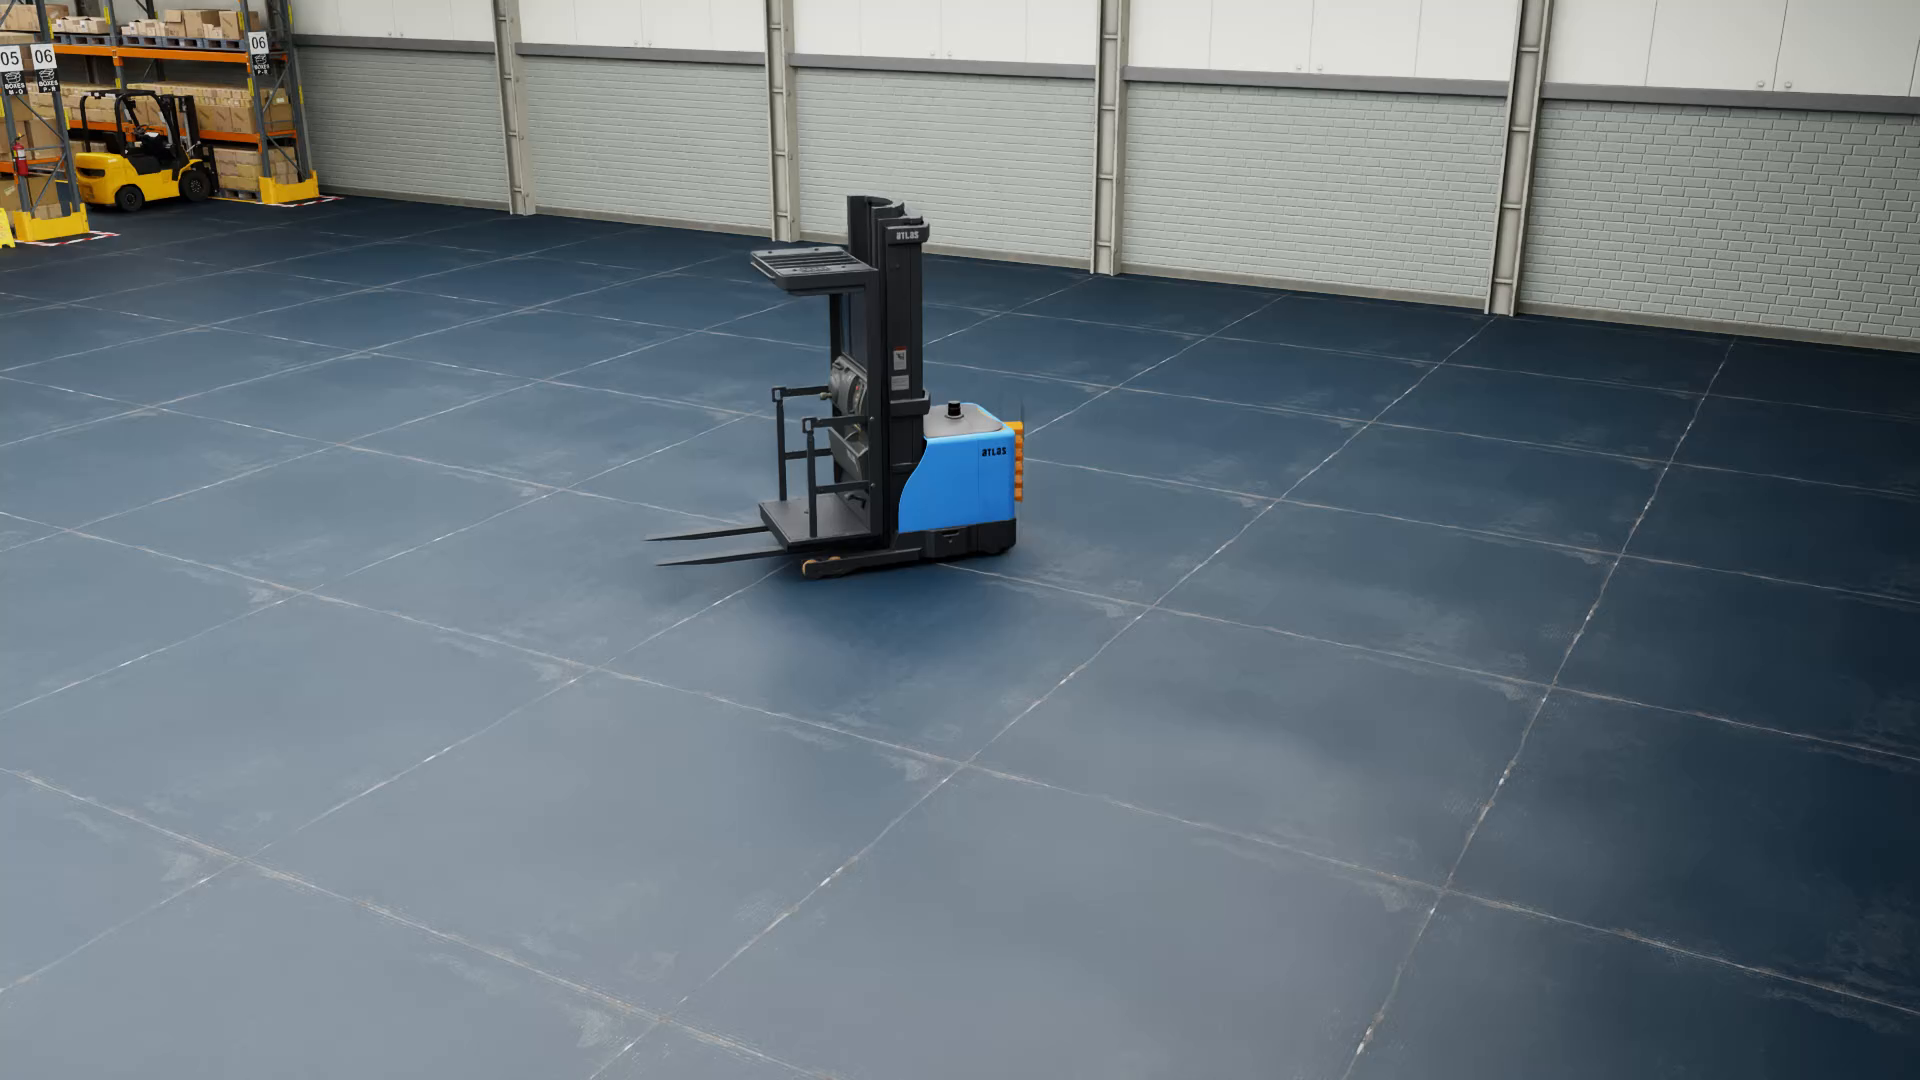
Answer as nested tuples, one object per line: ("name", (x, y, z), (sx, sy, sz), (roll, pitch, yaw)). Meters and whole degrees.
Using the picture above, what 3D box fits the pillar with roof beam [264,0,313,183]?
("pillar with roof beam", (-15.553, -10.089, 28.981), (0.400, 9.000, 9.100), (11, 23, 27))

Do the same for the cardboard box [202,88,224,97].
("cardboard box", (-14.635, -8.796, 32.680), (0.250, 0.149, 0.380), (11, 23, 29))

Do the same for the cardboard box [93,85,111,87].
("cardboard box", (-18.067, -9.533, 35.149), (0.250, 0.149, 0.380), (11, 22, 27))

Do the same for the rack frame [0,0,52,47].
("rack frame", (-15.703, -9.508, 27.379), (0.127, 3.000, 1.000), (11, 23, 27))

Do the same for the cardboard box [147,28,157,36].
("cardboard box", (-15.863, -10.075, 32.947), (0.250, 0.149, 0.380), (12, 23, 29))

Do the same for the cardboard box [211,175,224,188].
("cardboard box", (-14.711, -7.226, 33.304), (0.500, 0.250, 0.500), (11, 23, 28))

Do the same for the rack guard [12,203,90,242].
("rack guard", (-15.769, -5.525, 28.864), (0.348, 0.500, 1.175), (11, 23, 27))

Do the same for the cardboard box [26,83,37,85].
("cardboard box", (-19.901, -9.664, 35.509), (0.250, 0.149, 0.380), (11, 23, 28))

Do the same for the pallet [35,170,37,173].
("pallet", (-20.903, -8.321, 36.994), (1.213, 0.211, 1.003), (11, 23, 27))

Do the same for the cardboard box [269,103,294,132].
("cardboard box", (-13.582, -8.378, 32.916), (0.500, 0.500, 0.500), (12, 23, 29))

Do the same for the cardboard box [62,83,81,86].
("cardboard box", (-18.969, -9.696, 35.599), (0.250, 0.149, 0.380), (11, 22, 27))

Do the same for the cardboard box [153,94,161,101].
("cardboard box", (-15.980, -8.911, 33.434), (0.250, 0.149, 0.380), (11, 23, 28))

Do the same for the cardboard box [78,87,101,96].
("cardboard box", (-18.098, -9.334, 34.601), (0.250, 0.149, 0.380), (10, 22, 26))

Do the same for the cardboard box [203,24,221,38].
("cardboard box", (-14.378, -9.847, 32.148), (0.258, 0.266, 0.396), (11, 23, 27))

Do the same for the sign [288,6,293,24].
("sign", (-13.009, -10.188, 32.257), (0.005, 0.325, 0.100), (11, 23, 27))

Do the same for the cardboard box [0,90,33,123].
("cardboard box", (-16.255, -7.364, 28.219), (0.500, 0.500, 0.700), (10, 22, 26))

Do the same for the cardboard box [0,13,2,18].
("cardboard box", (-20.663, -11.358, 36.077), (0.250, 0.149, 0.380), (11, 23, 28))

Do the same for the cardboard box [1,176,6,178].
("cardboard box", (-16.986, -6.086, 29.062), (0.500, 0.500, 0.500), (12, 23, 29))

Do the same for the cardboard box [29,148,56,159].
("cardboard box", (-15.898, -6.688, 28.771), (0.250, 0.149, 0.380), (11, 23, 28))

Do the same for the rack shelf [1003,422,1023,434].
("rack shelf", (0.444, -0.940, 14.270), (0.180, 0.103, 0.258), (-1, 20, -2))

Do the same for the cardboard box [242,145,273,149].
("cardboard box", (-14.050, -7.759, 33.306), (0.500, 0.250, 0.500), (11, 23, 27))

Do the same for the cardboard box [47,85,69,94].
("cardboard box", (-19.003, -9.496, 35.047), (0.250, 0.149, 0.380), (11, 23, 28))

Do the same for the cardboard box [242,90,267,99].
("cardboard box", (-13.701, -8.654, 32.291), (0.250, 0.149, 0.380), (11, 23, 27))

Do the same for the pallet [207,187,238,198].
("pallet", (-15.034, -7.173, 33.830), (1.213, 0.211, 1.003), (11, 23, 27))

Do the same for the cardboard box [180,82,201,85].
("cardboard box", (-15.666, -9.243, 33.912), (0.250, 0.149, 0.380), (10, 22, 26))

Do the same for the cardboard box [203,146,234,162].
("cardboard box", (-14.733, -7.689, 33.112), (0.500, 0.250, 0.500), (11, 23, 28))

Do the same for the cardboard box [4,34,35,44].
("cardboard box", (-15.913, -8.474, 28.128), (0.250, 0.149, 0.380), (11, 22, 27))

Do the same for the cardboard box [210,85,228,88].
("cardboard box", (-14.811, -9.043, 33.361), (0.250, 0.149, 0.380), (11, 23, 28))

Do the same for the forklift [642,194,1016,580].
("forklift", (-1.099, -1.256, 13.529), (3.031, 2.935, 1.130), (-7, 21, -19))

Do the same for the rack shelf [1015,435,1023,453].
("rack shelf", (0.444, -0.827, 14.311), (0.180, 0.103, 0.258), (-1, 20, -2))

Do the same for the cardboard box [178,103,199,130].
("cardboard box", (-15.183, -8.471, 33.172), (0.500, 0.500, 0.500), (11, 23, 28))

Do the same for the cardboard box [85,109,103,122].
("cardboard box", (-17.786, -8.848, 34.579), (0.500, 0.250, 0.500), (11, 22, 27))

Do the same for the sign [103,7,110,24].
("sign", (-17.033, -10.469, 33.209), (0.005, 0.325, 0.100), (11, 23, 27))

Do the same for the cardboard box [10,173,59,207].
("cardboard box", (-16.293, -6.165, 29.279), (0.500, 0.500, 0.500), (10, 22, 26))

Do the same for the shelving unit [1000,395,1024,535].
("shelving unit", (0.444, -0.643, 14.378), (0.189, 1.200, 0.258), (-1, 20, -2))

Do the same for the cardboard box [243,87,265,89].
("cardboard box", (-13.924, -8.870, 32.886), (0.250, 0.149, 0.380), (11, 23, 28))

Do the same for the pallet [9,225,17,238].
("pallet", (-16.461, -5.535, 29.314), (1.213, 0.211, 1.003), (11, 23, 27))

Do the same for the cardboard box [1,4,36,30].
("cardboard box", (-19.756, -11.005, 34.996), (0.500, 0.500, 0.500), (11, 23, 28))

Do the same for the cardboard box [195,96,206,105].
("cardboard box", (-14.856, -8.698, 32.847), (0.250, 0.149, 0.380), (11, 23, 28))

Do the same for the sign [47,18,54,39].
("sign", (-15.438, -8.670, 28.187), (0.005, 0.325, 0.100), (11, 23, 27))

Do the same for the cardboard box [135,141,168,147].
("cardboard box", (-16.508, -8.032, 34.059), (0.500, 0.250, 0.500), (10, 22, 26))

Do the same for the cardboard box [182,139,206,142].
("cardboard box", (-15.804, -8.102, 34.252), (0.500, 0.250, 0.500), (10, 22, 27))

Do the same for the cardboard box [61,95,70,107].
("cardboard box", (-18.658, -9.261, 34.983), (0.500, 0.250, 0.500), (11, 23, 28))

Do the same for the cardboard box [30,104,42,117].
("cardboard box", (-19.564, -9.194, 35.532), (0.500, 0.250, 0.500), (10, 22, 26))

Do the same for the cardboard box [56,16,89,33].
("cardboard box", (-18.198, -10.619, 34.210), (0.500, 0.311, 0.500), (10, 22, 25))

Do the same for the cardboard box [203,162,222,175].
("cardboard box", (-14.756, -7.460, 33.215), (0.500, 0.250, 0.500), (10, 22, 26))

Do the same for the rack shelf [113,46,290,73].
("rack shelf", (-15.031, -9.570, 33.006), (4.000, 0.370, 1.077), (11, 23, 27))

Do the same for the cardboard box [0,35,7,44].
("cardboard box", (-16.142, -8.323, 27.711), (0.250, 0.149, 0.380), (11, 23, 28))

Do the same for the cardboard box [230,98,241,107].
("cardboard box", (-13.962, -8.526, 32.372), (0.250, 0.149, 0.380), (11, 23, 28))

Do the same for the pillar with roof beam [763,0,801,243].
("pillar with roof beam", (-5.077, -8.093, 23.479), (0.400, 9.000, 9.100), (11, 23, 27))

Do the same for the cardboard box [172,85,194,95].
("cardboard box", (-15.480, -8.991, 33.218), (0.250, 0.149, 0.380), (11, 23, 27))

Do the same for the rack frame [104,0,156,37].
("rack frame", (-16.777, -11.651, 33.289), (0.127, 3.000, 1.000), (11, 23, 27))

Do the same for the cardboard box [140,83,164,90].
("cardboard box", (-16.363, -9.170, 33.712), (0.250, 0.149, 0.380), (11, 23, 28))

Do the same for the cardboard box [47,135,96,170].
("cardboard box", (-19.157, -8.363, 35.889), (0.625, 0.625, 0.875), (12, 23, 29))

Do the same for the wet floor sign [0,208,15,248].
("wet floor sign", (-16.059, -5.231, 27.839), (0.267, 0.644, 0.232), (-16, 26, -38))
